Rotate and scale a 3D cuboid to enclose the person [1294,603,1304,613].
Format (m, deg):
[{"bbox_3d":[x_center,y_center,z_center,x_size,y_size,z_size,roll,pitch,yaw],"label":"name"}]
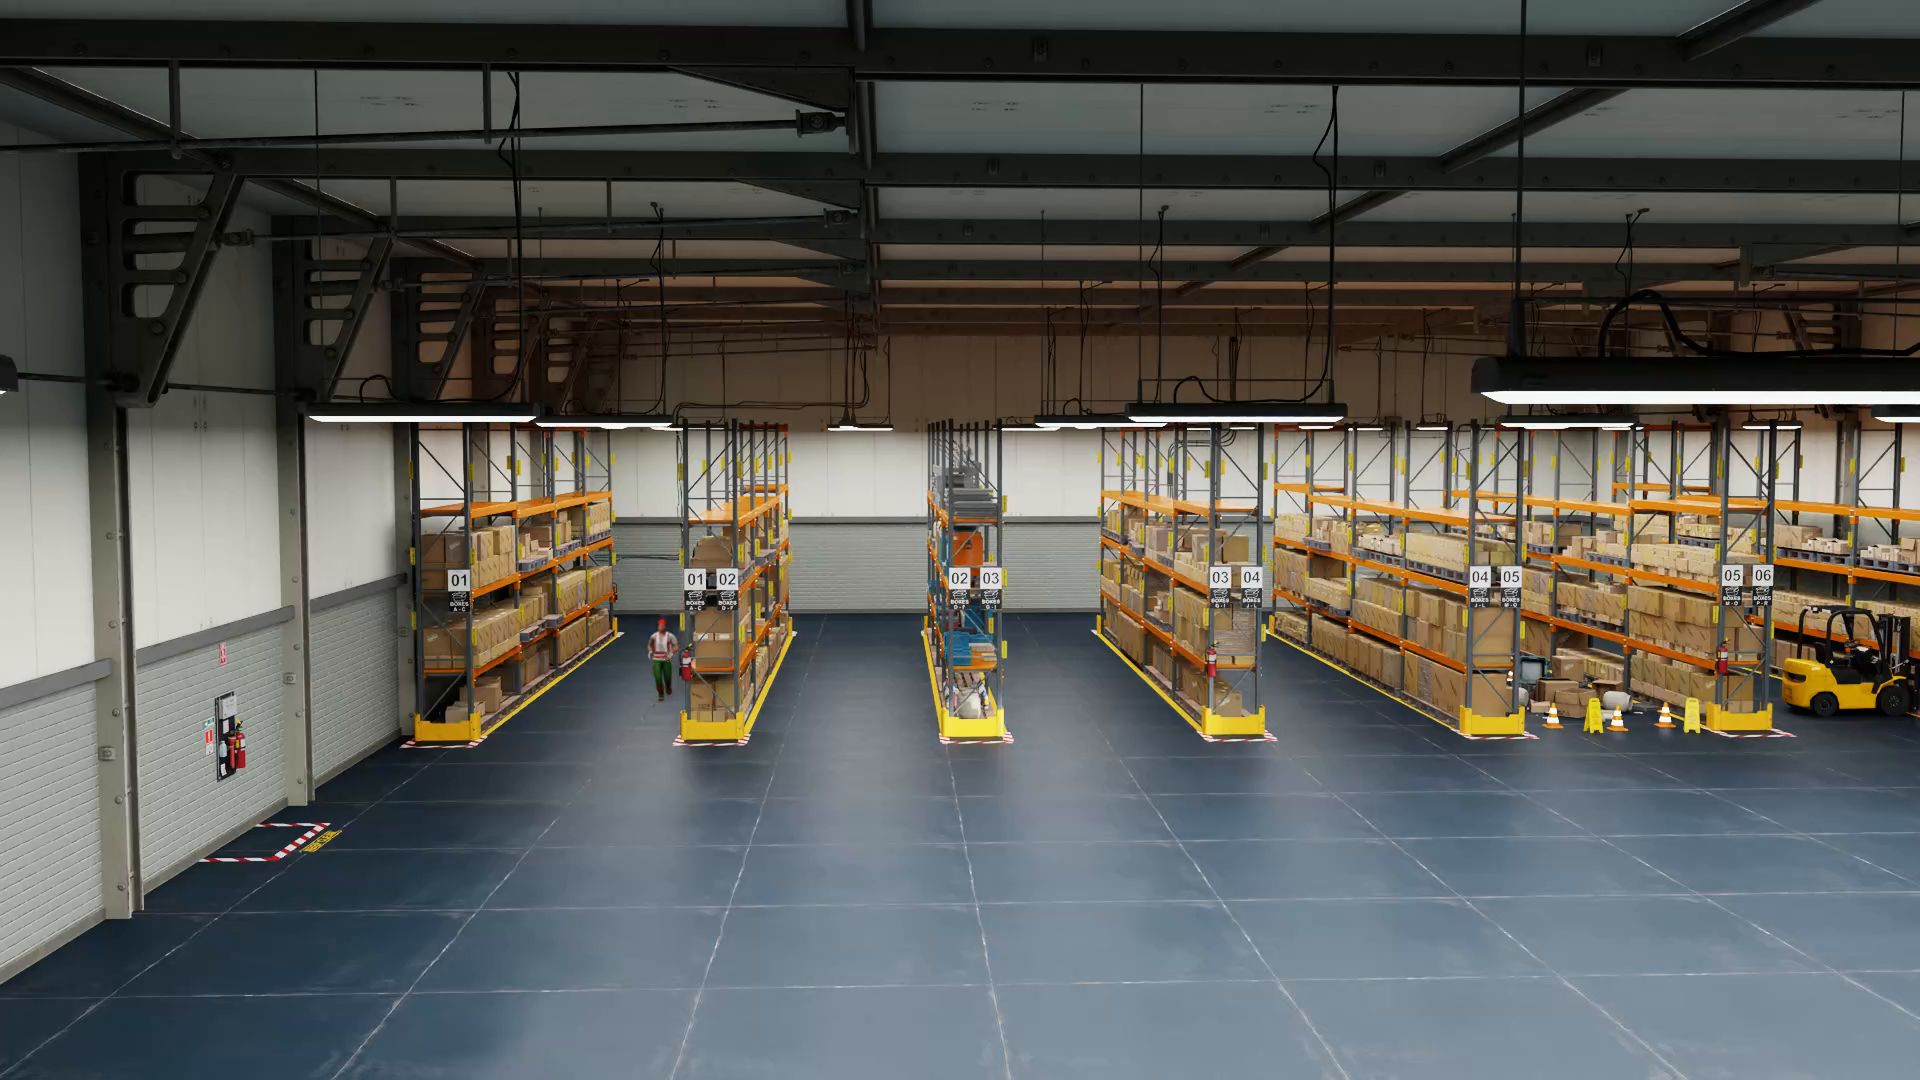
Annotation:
[{"bbox_3d":[9.989,1.794,48.798,0.572,1.608,0.571,-1,4,-10],"label":"person"}]

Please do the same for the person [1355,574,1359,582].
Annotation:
[{"bbox_3d":[11.250,1.826,47.303,0.635,1.735,0.659,-1,4,-20],"label":"person"}]

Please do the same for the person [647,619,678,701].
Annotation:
[{"bbox_3d":[-6.386,2.569,35.669,0.655,1.738,0.631,0,4,-2],"label":"person"}]
